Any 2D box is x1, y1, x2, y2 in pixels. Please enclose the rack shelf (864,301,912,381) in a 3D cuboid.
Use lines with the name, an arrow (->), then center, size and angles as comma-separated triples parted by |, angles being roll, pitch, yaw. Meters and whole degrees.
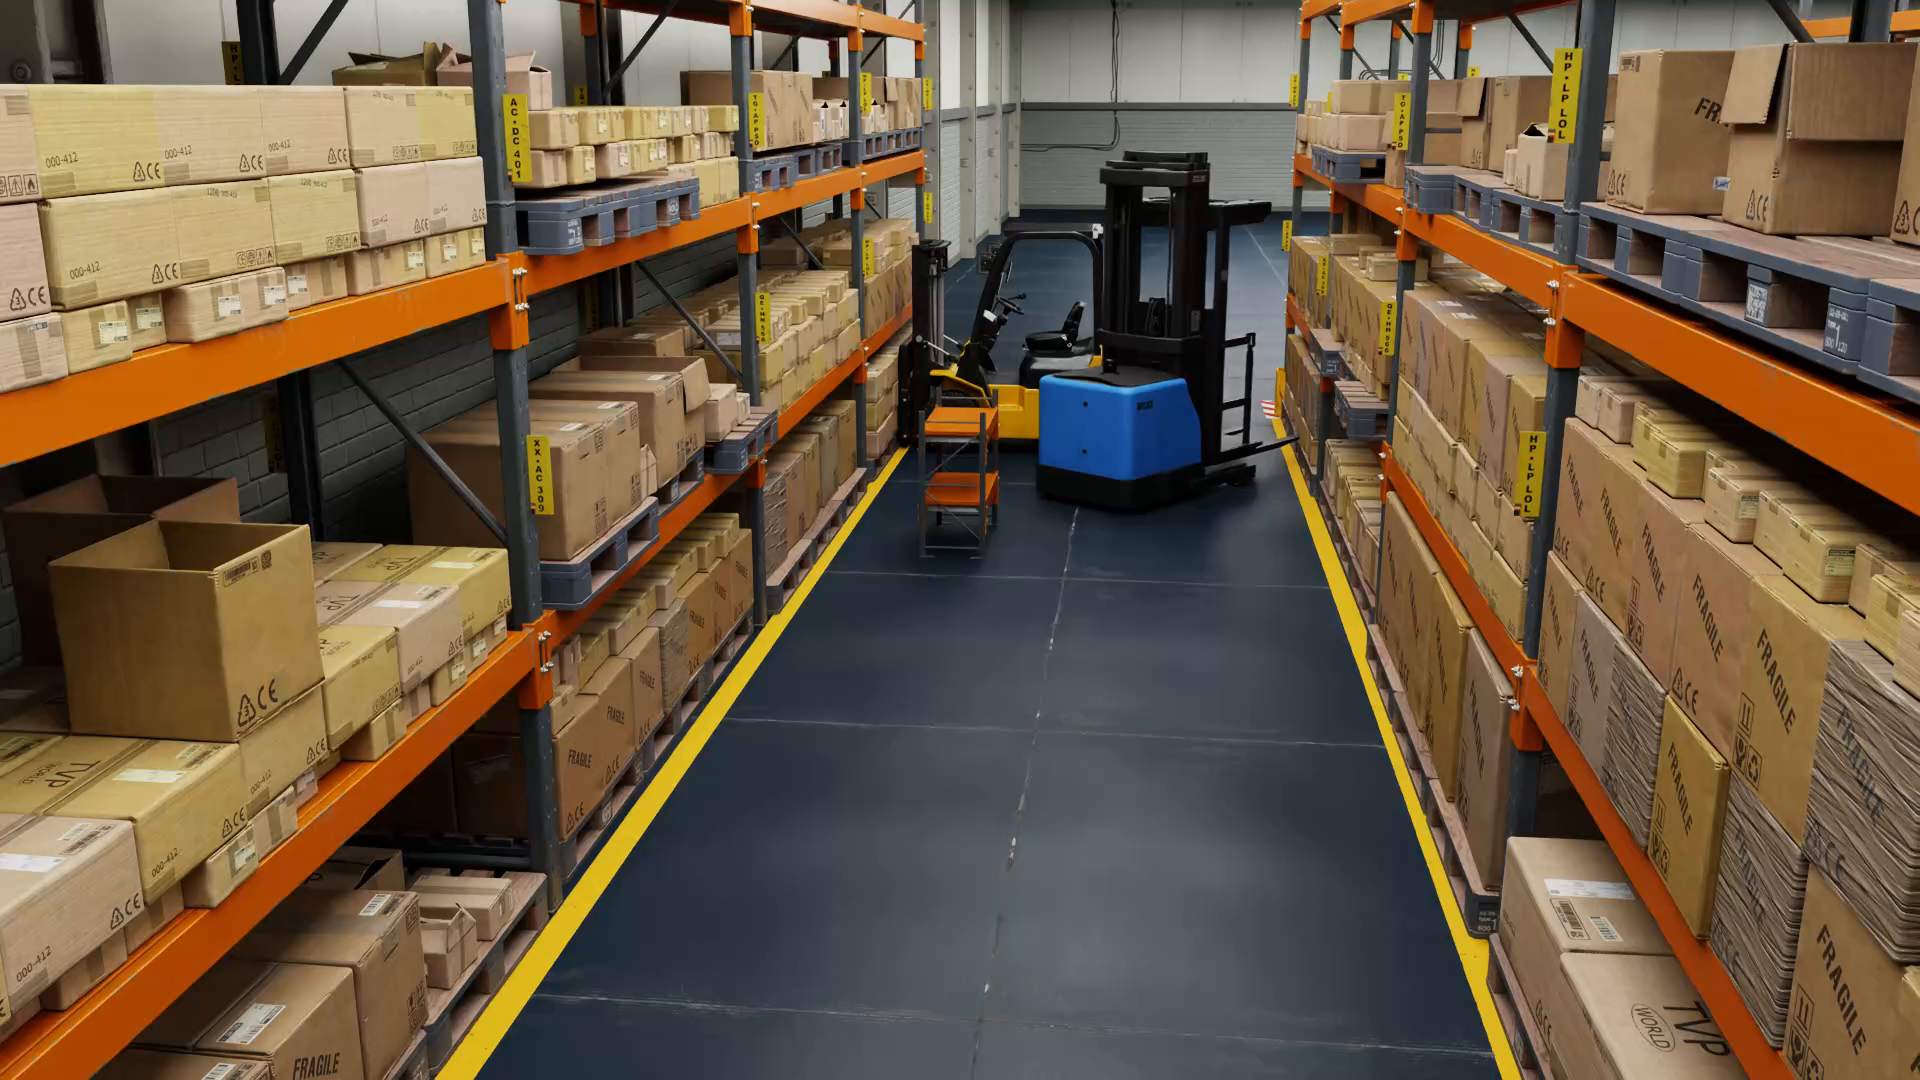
rack shelf -> -1.114, -2.105, 16.577 | 1.077, 0.370, 4.000 | 2, 15, 6

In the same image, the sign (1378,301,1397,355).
sign -> 2.602, -1.285, 10.101 | 0.100, 0.325, 0.005 | 2, 15, 6

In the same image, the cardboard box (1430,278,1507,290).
cardboard box -> 3.528, -1.528, 11.502 | 0.500, 0.500, 0.500 | 2, 15, 7

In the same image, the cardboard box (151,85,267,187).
cardboard box -> -2.227, -1.084, 4.437 | 0.500, 0.250, 0.500 | 2, 15, 8

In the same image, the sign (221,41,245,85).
sign -> -2.794, -1.762, 6.438 | 0.100, 0.325, 0.005 | 2, 15, 6

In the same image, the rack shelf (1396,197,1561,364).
rack shelf -> 2.916, -1.333, 7.975 | 1.077, 0.370, 4.000 | 2, 15, 6

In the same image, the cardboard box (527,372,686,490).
cardboard box -> -1.818, -0.566, 8.513 | 0.700, 0.500, 0.500 | 2, 15, 6

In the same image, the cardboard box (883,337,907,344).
cardboard box -> -0.729, -1.936, 17.124 | 0.500, 0.250, 0.500 | 2, 15, 7

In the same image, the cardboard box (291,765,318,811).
cardboard box -> -2.219, 0.753, 5.113 | 0.380, 0.149, 0.250 | 2, 15, 6

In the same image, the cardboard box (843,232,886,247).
cardboard box -> -0.931, -2.914, 16.187 | 0.380, 0.149, 0.250 | 2, 15, 6

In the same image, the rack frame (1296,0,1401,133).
rack frame -> 4.045, -5.721, 17.082 | 1.000, 3.000, 0.127 | 2, 15, 6

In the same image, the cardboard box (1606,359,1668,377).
cardboard box -> 3.056, -0.483, 7.093 | 0.500, 0.500, 0.500 | 2, 15, 6

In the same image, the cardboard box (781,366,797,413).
cardboard box -> -1.436, -1.062, 11.629 | 0.500, 0.250, 0.500 | 1, 15, 5

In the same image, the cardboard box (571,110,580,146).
cardboard box -> -1.813, -1.716, 6.929 | 0.380, 0.149, 0.250 | 2, 15, 7

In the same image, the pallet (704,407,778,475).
pallet -> -1.797, -0.625, 10.096 | 1.213, 0.211, 1.003 | 2, 15, 6

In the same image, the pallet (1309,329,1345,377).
pallet -> 3.362, -1.502, 13.336 | 1.003, 0.211, 1.213 | 2, 15, 6

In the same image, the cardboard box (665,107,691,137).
cardboard box -> -1.656, -2.239, 8.901 | 0.380, 0.149, 0.250 | 1, 15, 5

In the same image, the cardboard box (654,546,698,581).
cardboard box -> -1.743, 0.136, 9.653 | 0.380, 0.149, 0.250 | 2, 15, 8

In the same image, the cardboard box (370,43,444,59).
cardboard box -> -2.279, -1.931, 6.930 | 0.396, 0.266, 0.258 | 2, 15, 6

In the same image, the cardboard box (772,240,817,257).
cardboard box -> -1.517, -2.663, 15.259 | 0.380, 0.149, 0.250 | 2, 15, 6

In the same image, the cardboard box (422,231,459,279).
cardboard box -> -2.020, -1.020, 5.922 | 0.380, 0.149, 0.250 | 2, 15, 6

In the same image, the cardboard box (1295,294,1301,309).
cardboard box -> 3.601, -2.425, 16.867 | 0.380, 0.149, 0.250 | 2, 15, 7

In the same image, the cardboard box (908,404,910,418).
cardboard box -> -0.794, -1.321, 16.765 | 0.500, 0.250, 0.500 | 2, 15, 8

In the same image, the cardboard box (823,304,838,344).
cardboard box -> -1.255, -1.701, 13.037 | 0.500, 0.250, 0.500 | 2, 15, 7

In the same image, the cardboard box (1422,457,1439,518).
cardboard box -> 2.731, -0.289, 8.772 | 0.500, 0.250, 0.500 | 2, 15, 8

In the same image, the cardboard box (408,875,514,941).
cardboard box -> -2.013, 1.468, 6.643 | 0.380, 0.149, 0.250 | 1, 15, 5

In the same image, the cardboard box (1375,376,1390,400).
cardboard box -> 2.903, -0.996, 10.774 | 0.380, 0.149, 0.250 | 2, 15, 7

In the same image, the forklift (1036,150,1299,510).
forklift -> 2.039, -1.977, 14.857 | 1.130, 2.935, 3.031 | 14, 20, 41

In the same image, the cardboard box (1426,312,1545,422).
cardboard box -> 2.723, -0.898, 8.630 | 0.500, 0.500, 0.500 | 2, 15, 8

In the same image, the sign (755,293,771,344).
sign -> -1.250, -1.403, 10.538 | 0.100, 0.325, 0.005 | 2, 15, 6

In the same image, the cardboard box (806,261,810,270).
cardboard box -> -1.565, -2.452, 15.048 | 0.380, 0.149, 0.250 | 1, 15, 5

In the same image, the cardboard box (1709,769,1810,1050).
cardboard box -> 2.150, 0.880, 3.971 | 0.500, 0.500, 0.500 | 2, 15, 8

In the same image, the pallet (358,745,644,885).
pallet -> -2.188, 1.276, 8.040 | 1.003, 0.211, 1.213 | 2, 15, 6

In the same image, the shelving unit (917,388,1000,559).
shelving unit -> -0.001, -0.541, 13.009 | 0.538, 1.125, 1.048 | 2, 15, 6

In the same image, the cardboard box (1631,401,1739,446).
cardboard box -> 2.397, -0.348, 5.355 | 0.380, 0.149, 0.250 | 2, 15, 6

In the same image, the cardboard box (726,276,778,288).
cardboard box -> -1.703, -2.077, 13.663 | 0.380, 0.149, 0.250 | 2, 15, 6

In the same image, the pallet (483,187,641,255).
pallet -> -2.099, -1.383, 7.143 | 1.213, 0.211, 1.003 | 2, 15, 6

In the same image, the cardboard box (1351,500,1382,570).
cardboard box -> 3.291, -0.023, 11.729 | 0.950, 0.372, 0.625 | 1, 15, 5

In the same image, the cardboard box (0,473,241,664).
cardboard box -> -2.674, 0.087, 5.375 | 0.500, 0.500, 0.500 | 1, 15, 5

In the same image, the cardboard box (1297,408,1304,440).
cardboard box -> 3.505, -1.095, 15.928 | 0.500, 0.250, 0.500 | 2, 15, 7

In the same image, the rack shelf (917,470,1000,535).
rack shelf -> -0.001, -0.305, 13.073 | 0.538, 0.278, 1.000 | 2, 15, 6

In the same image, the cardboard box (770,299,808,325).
cardboard box -> -1.327, -1.666, 12.144 | 0.380, 0.149, 0.250 | 2, 15, 7

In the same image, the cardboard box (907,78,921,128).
cardboard box -> -0.696, -4.596, 17.478 | 0.500, 0.500, 0.500 | 2, 15, 8

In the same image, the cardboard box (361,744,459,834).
cardboard box -> -2.480, 1.009, 7.666 | 0.500, 0.500, 0.500 | 2, 15, 6

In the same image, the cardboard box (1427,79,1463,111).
cardboard box -> 3.561, -3.188, 11.985 | 0.500, 0.250, 0.500 | 2, 15, 7

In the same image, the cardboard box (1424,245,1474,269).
cardboard box -> 3.693, -2.118, 12.441 | 0.380, 0.149, 0.250 | 1, 15, 4

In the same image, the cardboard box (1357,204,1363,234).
cardboard box -> 4.021, -2.832, 15.210 | 0.700, 0.500, 0.500 | 1, 15, 5

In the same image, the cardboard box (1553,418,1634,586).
cardboard box -> 2.396, -0.128, 5.781 | 0.500, 0.500, 0.500 | 2, 15, 7

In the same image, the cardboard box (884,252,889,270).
cardboard box -> -0.880, -2.635, 15.726 | 0.380, 0.149, 0.250 | 2, 15, 6

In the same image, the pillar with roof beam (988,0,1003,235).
pillar with roof beam -> 5.124, -11.810, 39.600 | 9.100, 9.000, 0.400 | 2, 15, 6

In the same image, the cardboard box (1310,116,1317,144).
cardboard box -> 3.546, -3.825, 15.531 | 0.500, 0.250, 0.500 | 2, 15, 7

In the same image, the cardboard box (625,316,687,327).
cardboard box -> -2.036, -1.419, 11.228 | 0.380, 0.149, 0.250 | 2, 15, 8

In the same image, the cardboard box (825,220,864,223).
cardboard box -> -1.230, -3.328, 17.718 | 0.380, 0.149, 0.250 | 2, 15, 8

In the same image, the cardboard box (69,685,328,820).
cardboard box -> -2.227, 0.603, 4.905 | 0.500, 0.250, 0.500 | 1, 15, 5

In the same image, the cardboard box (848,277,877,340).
cardboard box -> -1.030, -2.089, 14.949 | 0.500, 0.500, 0.500 | 1, 15, 5

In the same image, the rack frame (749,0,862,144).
rack frame -> -1.339, -4.829, 13.782 | 1.000, 3.000, 0.127 | 2, 15, 6
